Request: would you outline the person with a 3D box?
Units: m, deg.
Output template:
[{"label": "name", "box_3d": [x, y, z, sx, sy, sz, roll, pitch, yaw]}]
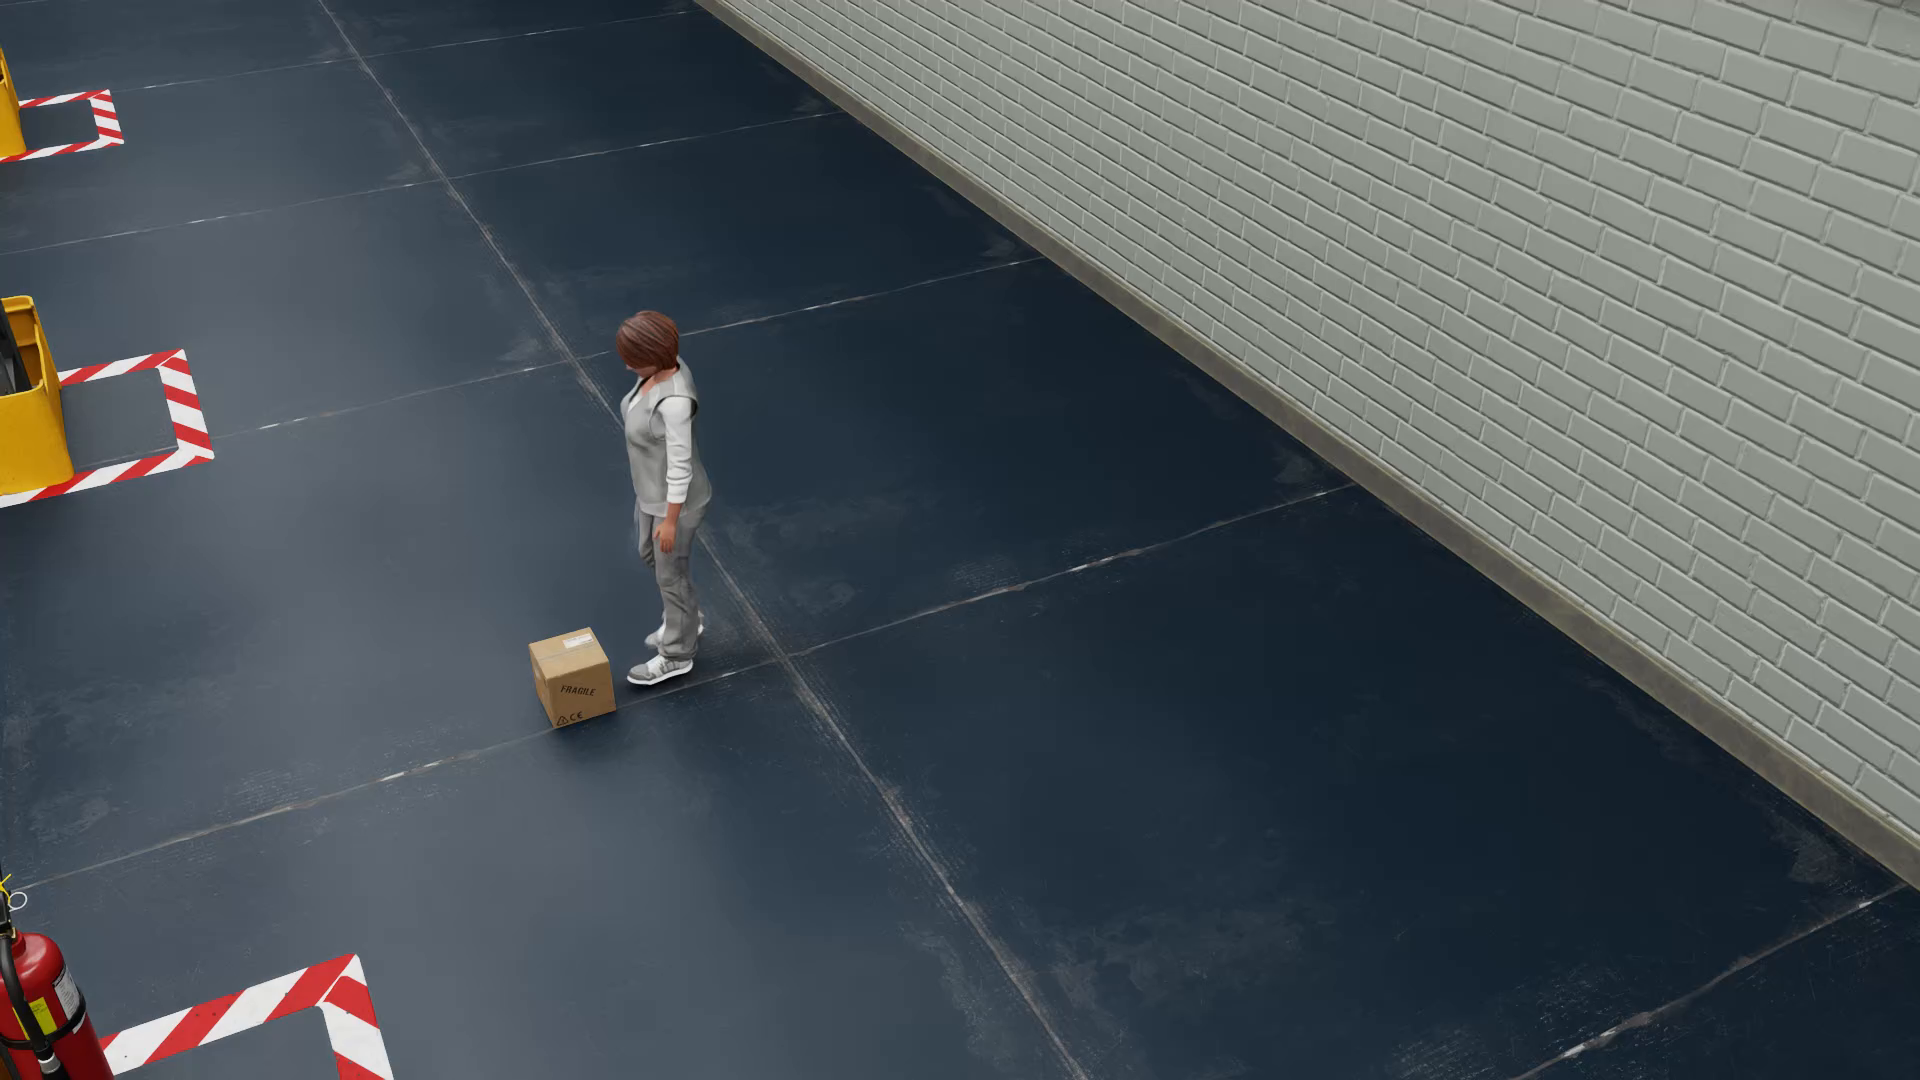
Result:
[{"label": "person", "box_3d": [-1.160, -0.132, 6.362, 0.413, 1.620, 0.481, -11, 35, -17]}]
